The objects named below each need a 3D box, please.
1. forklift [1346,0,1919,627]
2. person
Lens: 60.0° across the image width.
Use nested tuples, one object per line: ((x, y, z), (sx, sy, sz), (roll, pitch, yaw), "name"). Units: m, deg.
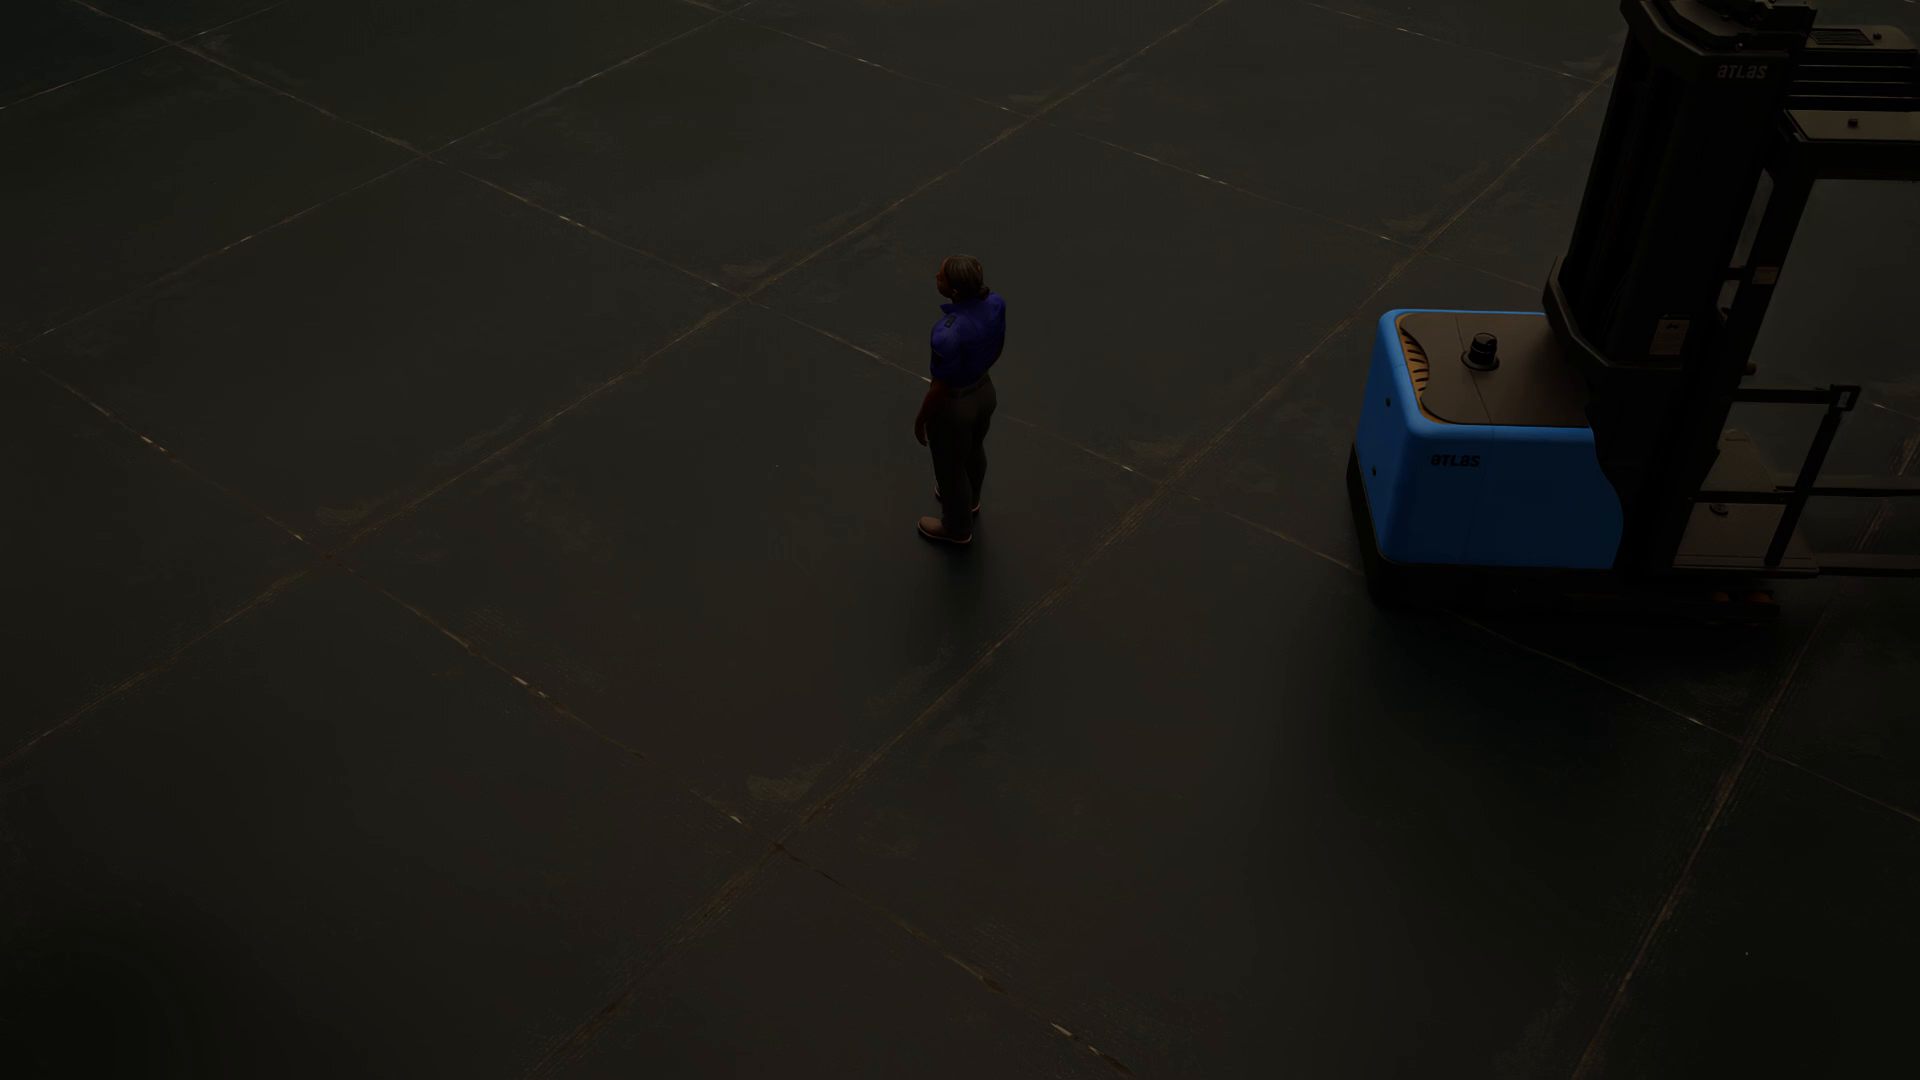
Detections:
((3.490, -1.060, 7.318), (3.031, 2.935, 1.130), (2, 40, 2), "forklift")
((-0.058, -0.680, 7.844), (0.503, 1.656, 0.569), (26, 47, 28), "person")
